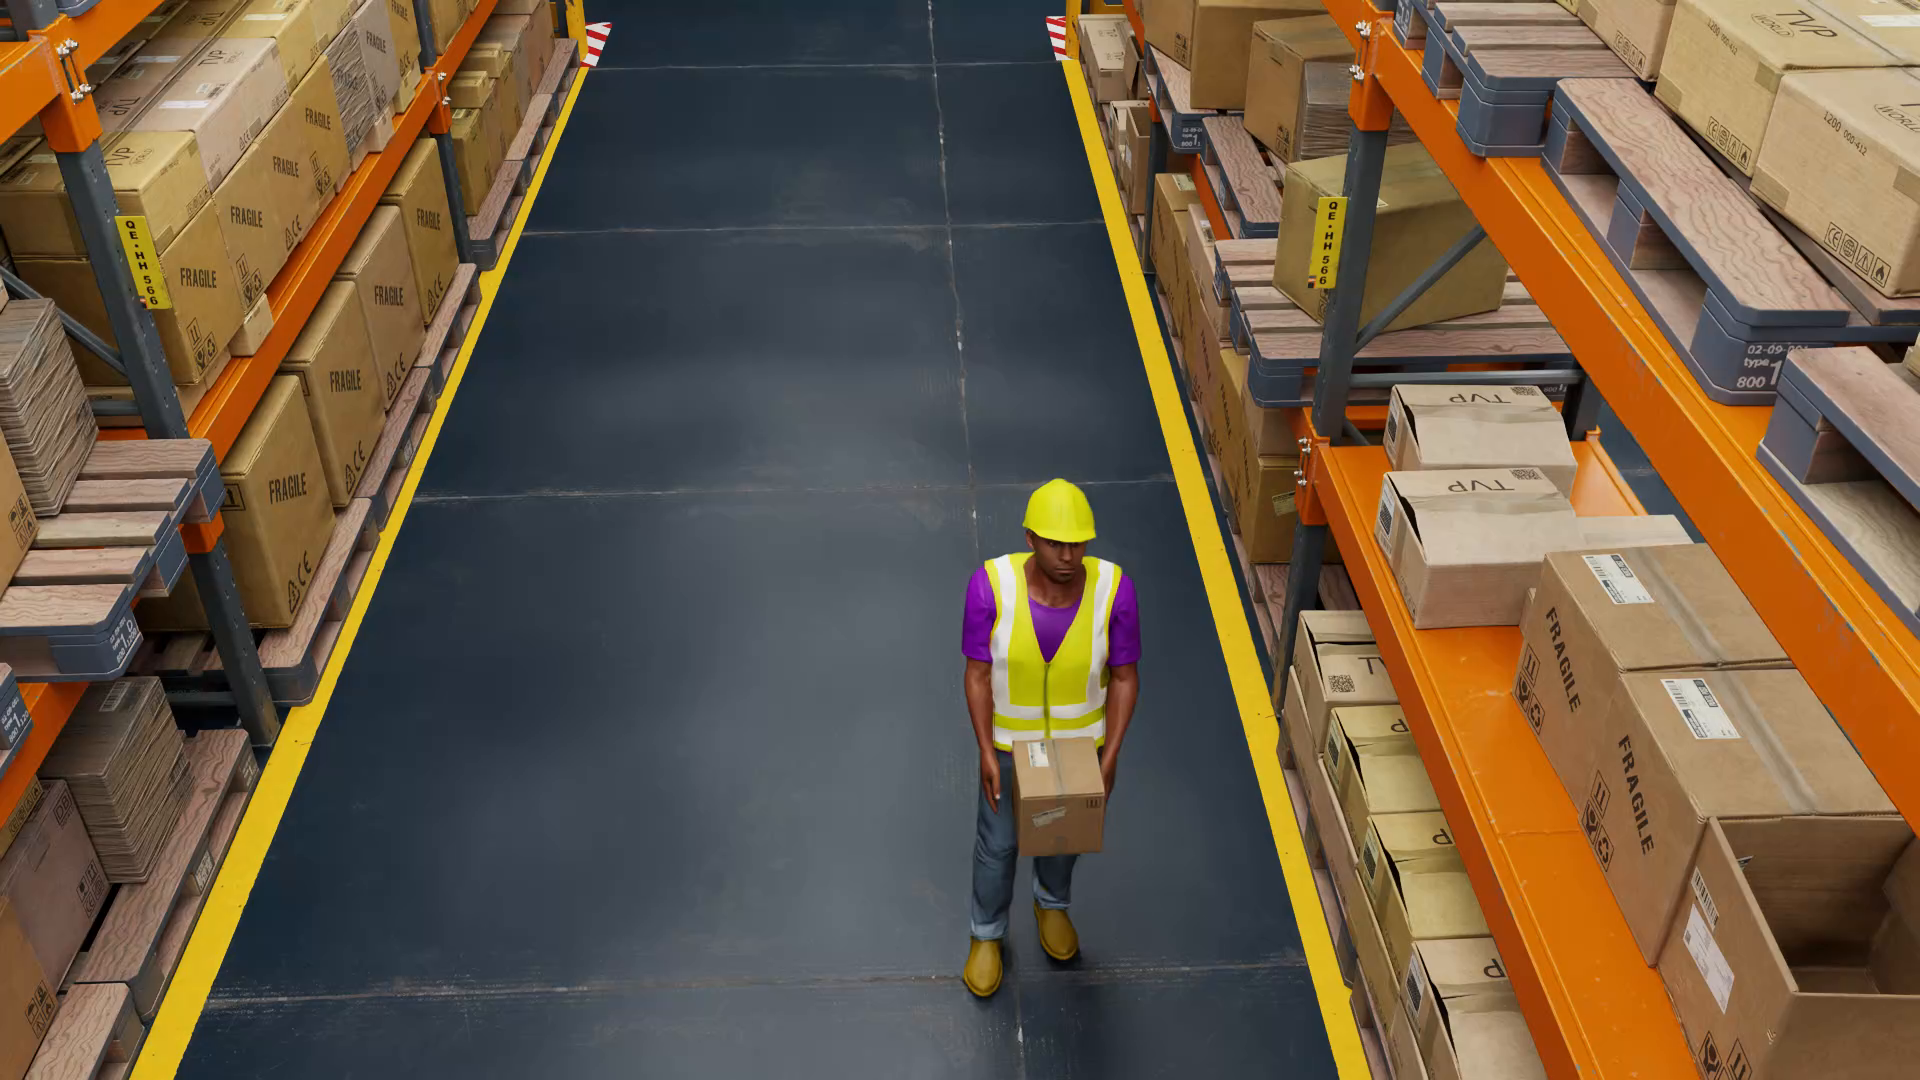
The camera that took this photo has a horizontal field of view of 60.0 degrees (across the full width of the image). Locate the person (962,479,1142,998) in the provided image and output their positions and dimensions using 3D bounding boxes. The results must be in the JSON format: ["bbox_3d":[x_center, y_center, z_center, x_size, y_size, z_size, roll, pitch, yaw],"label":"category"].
[{"bbox_3d":[0.280,0.642,5.198,0.558,1.771,0.528,-1,35,-2],"label":"person"}]
